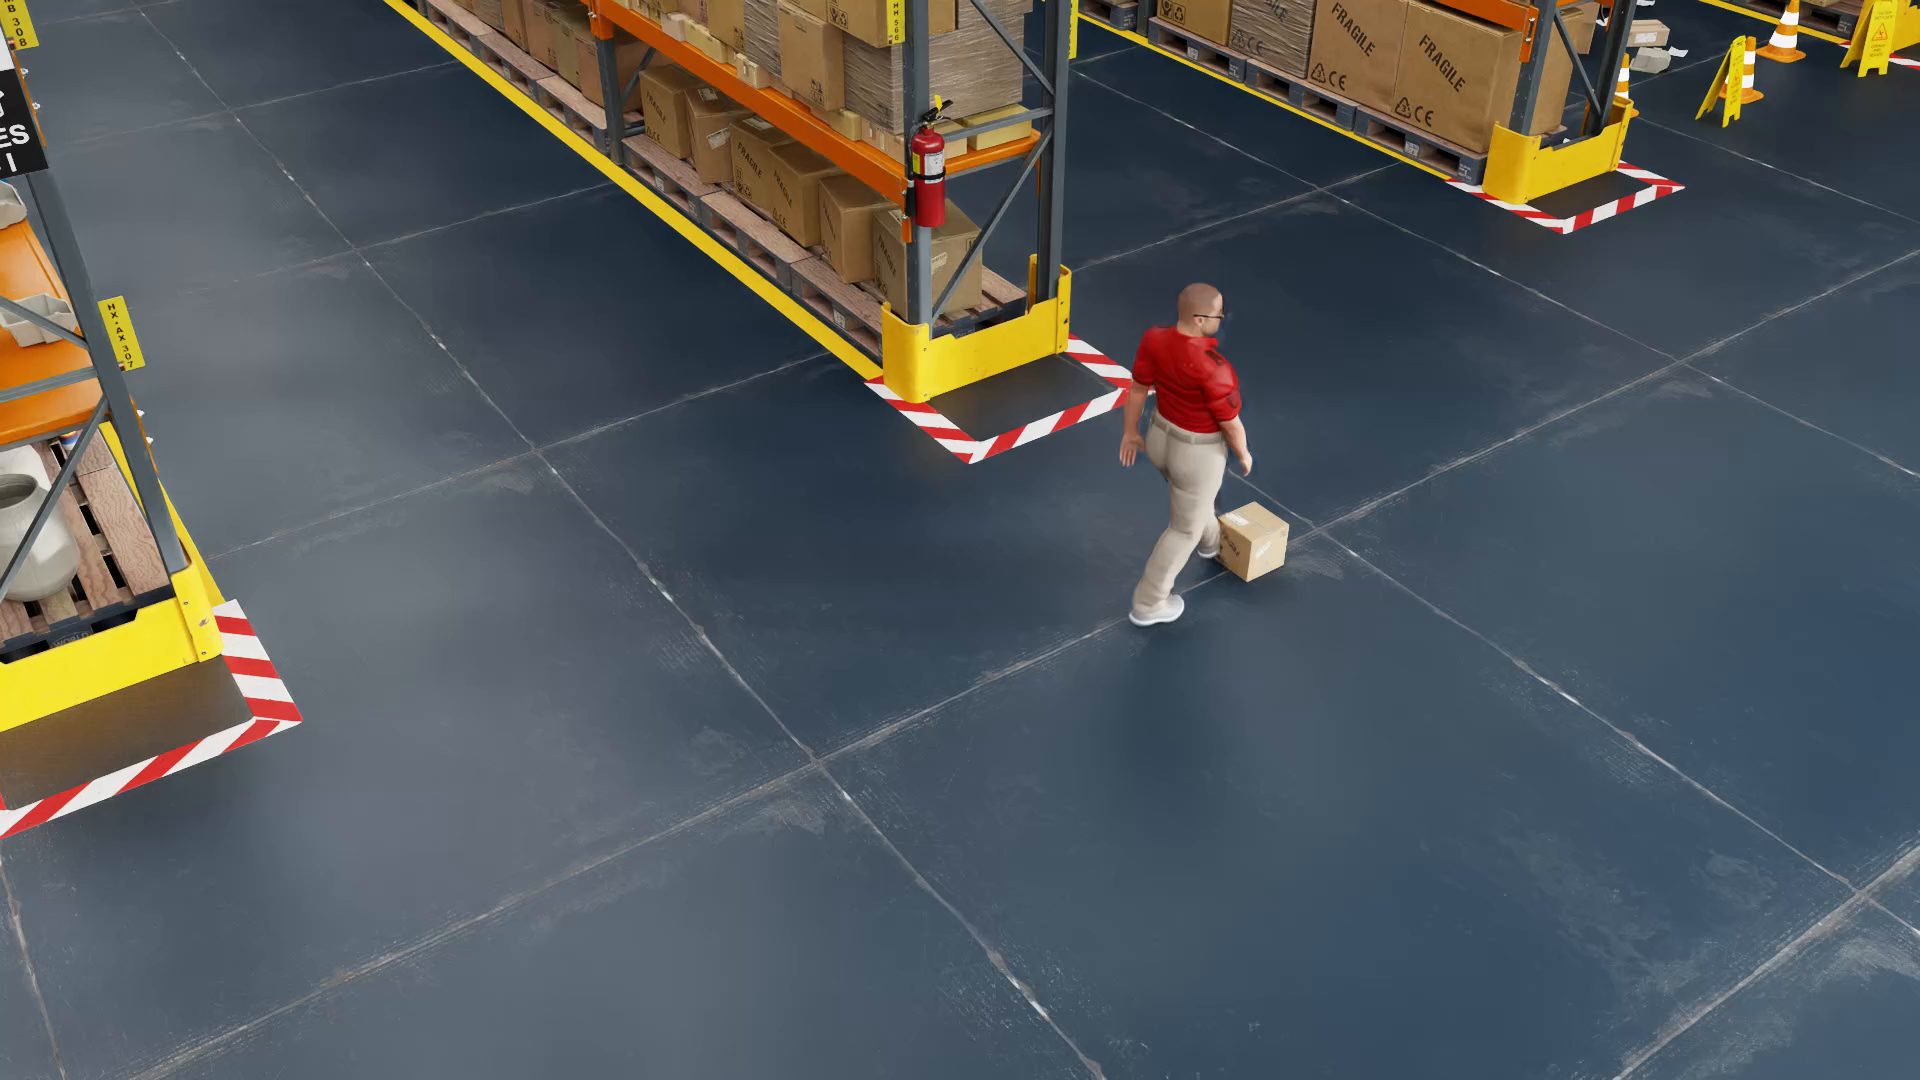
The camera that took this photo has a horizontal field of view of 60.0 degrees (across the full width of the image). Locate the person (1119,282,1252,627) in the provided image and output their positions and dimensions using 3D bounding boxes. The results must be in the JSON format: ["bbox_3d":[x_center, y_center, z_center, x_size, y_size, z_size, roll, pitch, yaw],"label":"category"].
[{"bbox_3d":[1.140,-0.463,7.659,0.951,1.699,0.569,-22,42,-28],"label":"person"}]
